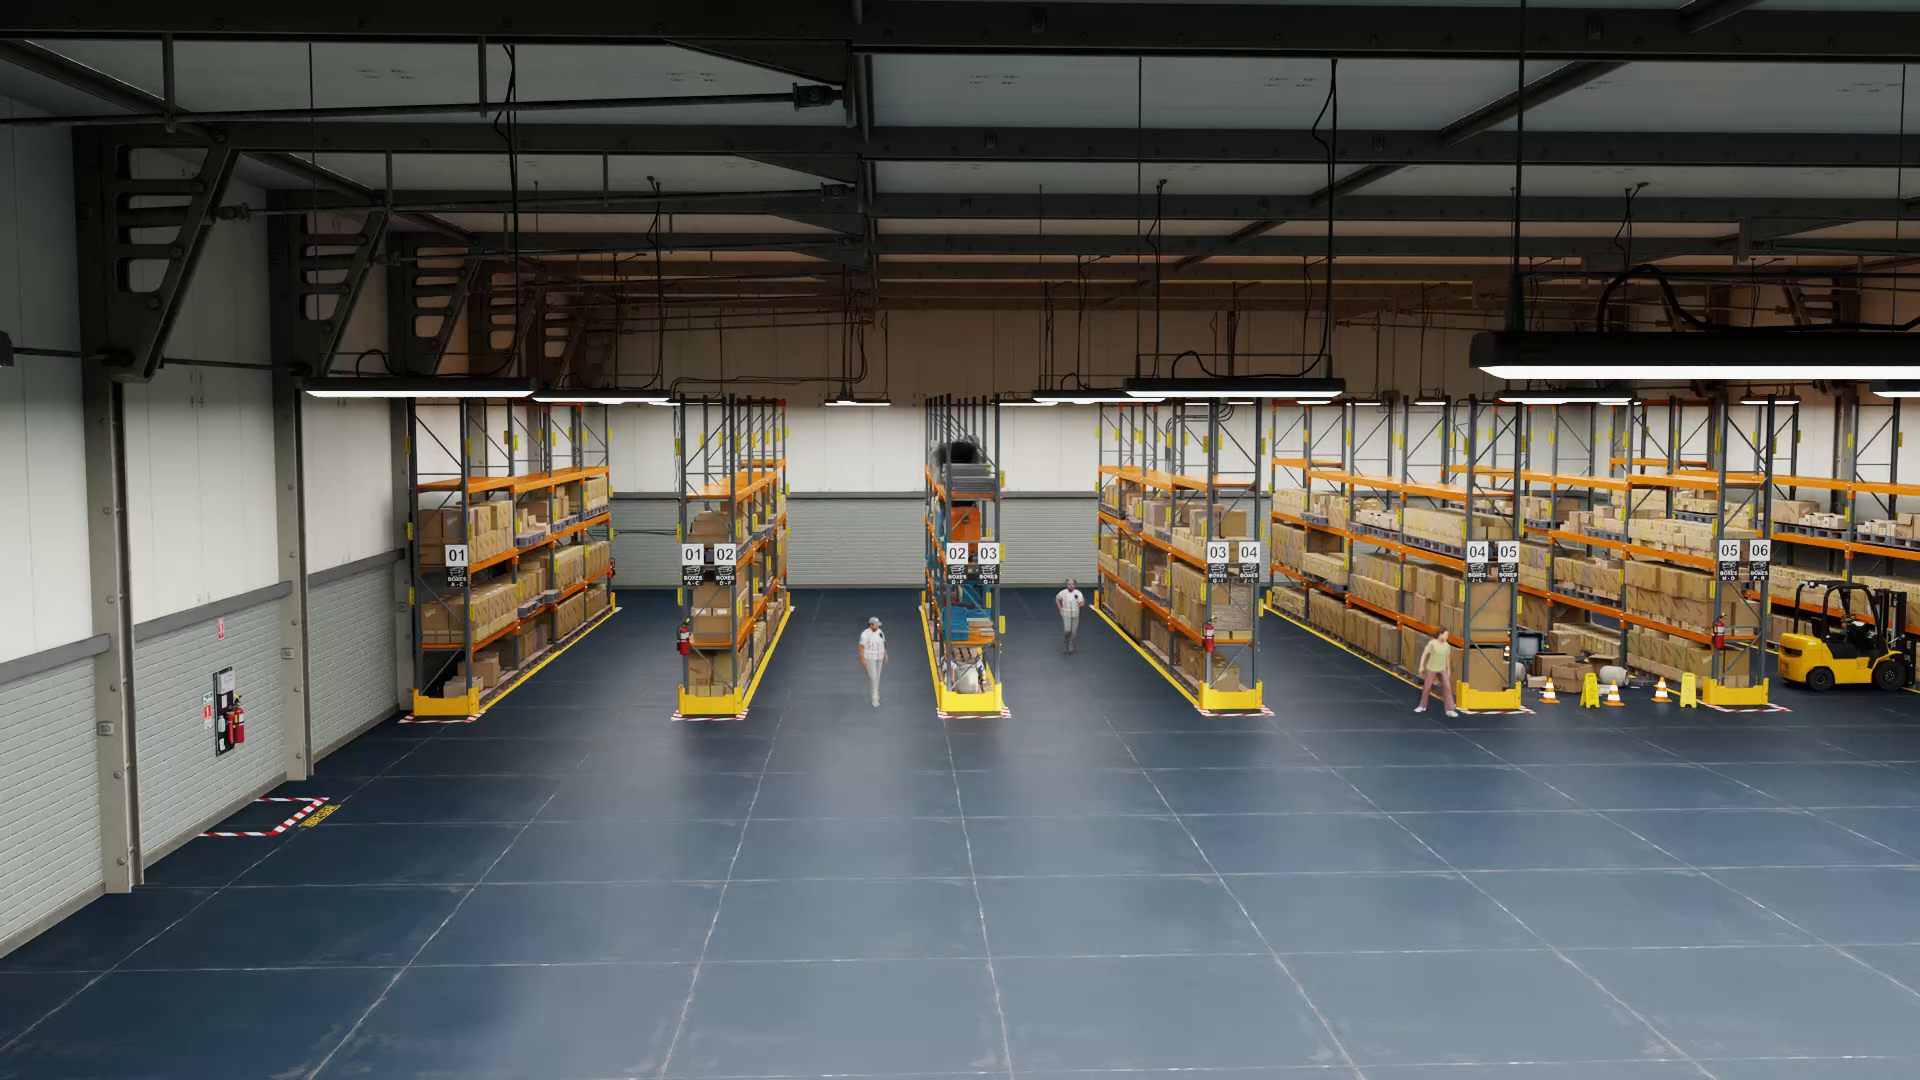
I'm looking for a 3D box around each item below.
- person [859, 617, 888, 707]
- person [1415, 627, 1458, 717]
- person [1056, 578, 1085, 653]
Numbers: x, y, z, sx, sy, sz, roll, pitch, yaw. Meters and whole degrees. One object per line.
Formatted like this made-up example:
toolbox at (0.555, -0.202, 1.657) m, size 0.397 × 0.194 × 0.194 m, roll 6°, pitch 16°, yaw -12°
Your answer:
person at (-1.675, 2.339, 32.189) m, size 0.557 × 1.717 × 0.656 m, roll -3°, pitch 5°, yaw -33°
person at (8.851, 2.437, 31.000) m, size 0.662 × 1.638 × 0.767 m, roll -1°, pitch 5°, yaw -8°
person at (2.598, 1.778, 38.923) m, size 0.659 × 1.785 × 0.699 m, roll 0°, pitch 5°, yaw -3°
